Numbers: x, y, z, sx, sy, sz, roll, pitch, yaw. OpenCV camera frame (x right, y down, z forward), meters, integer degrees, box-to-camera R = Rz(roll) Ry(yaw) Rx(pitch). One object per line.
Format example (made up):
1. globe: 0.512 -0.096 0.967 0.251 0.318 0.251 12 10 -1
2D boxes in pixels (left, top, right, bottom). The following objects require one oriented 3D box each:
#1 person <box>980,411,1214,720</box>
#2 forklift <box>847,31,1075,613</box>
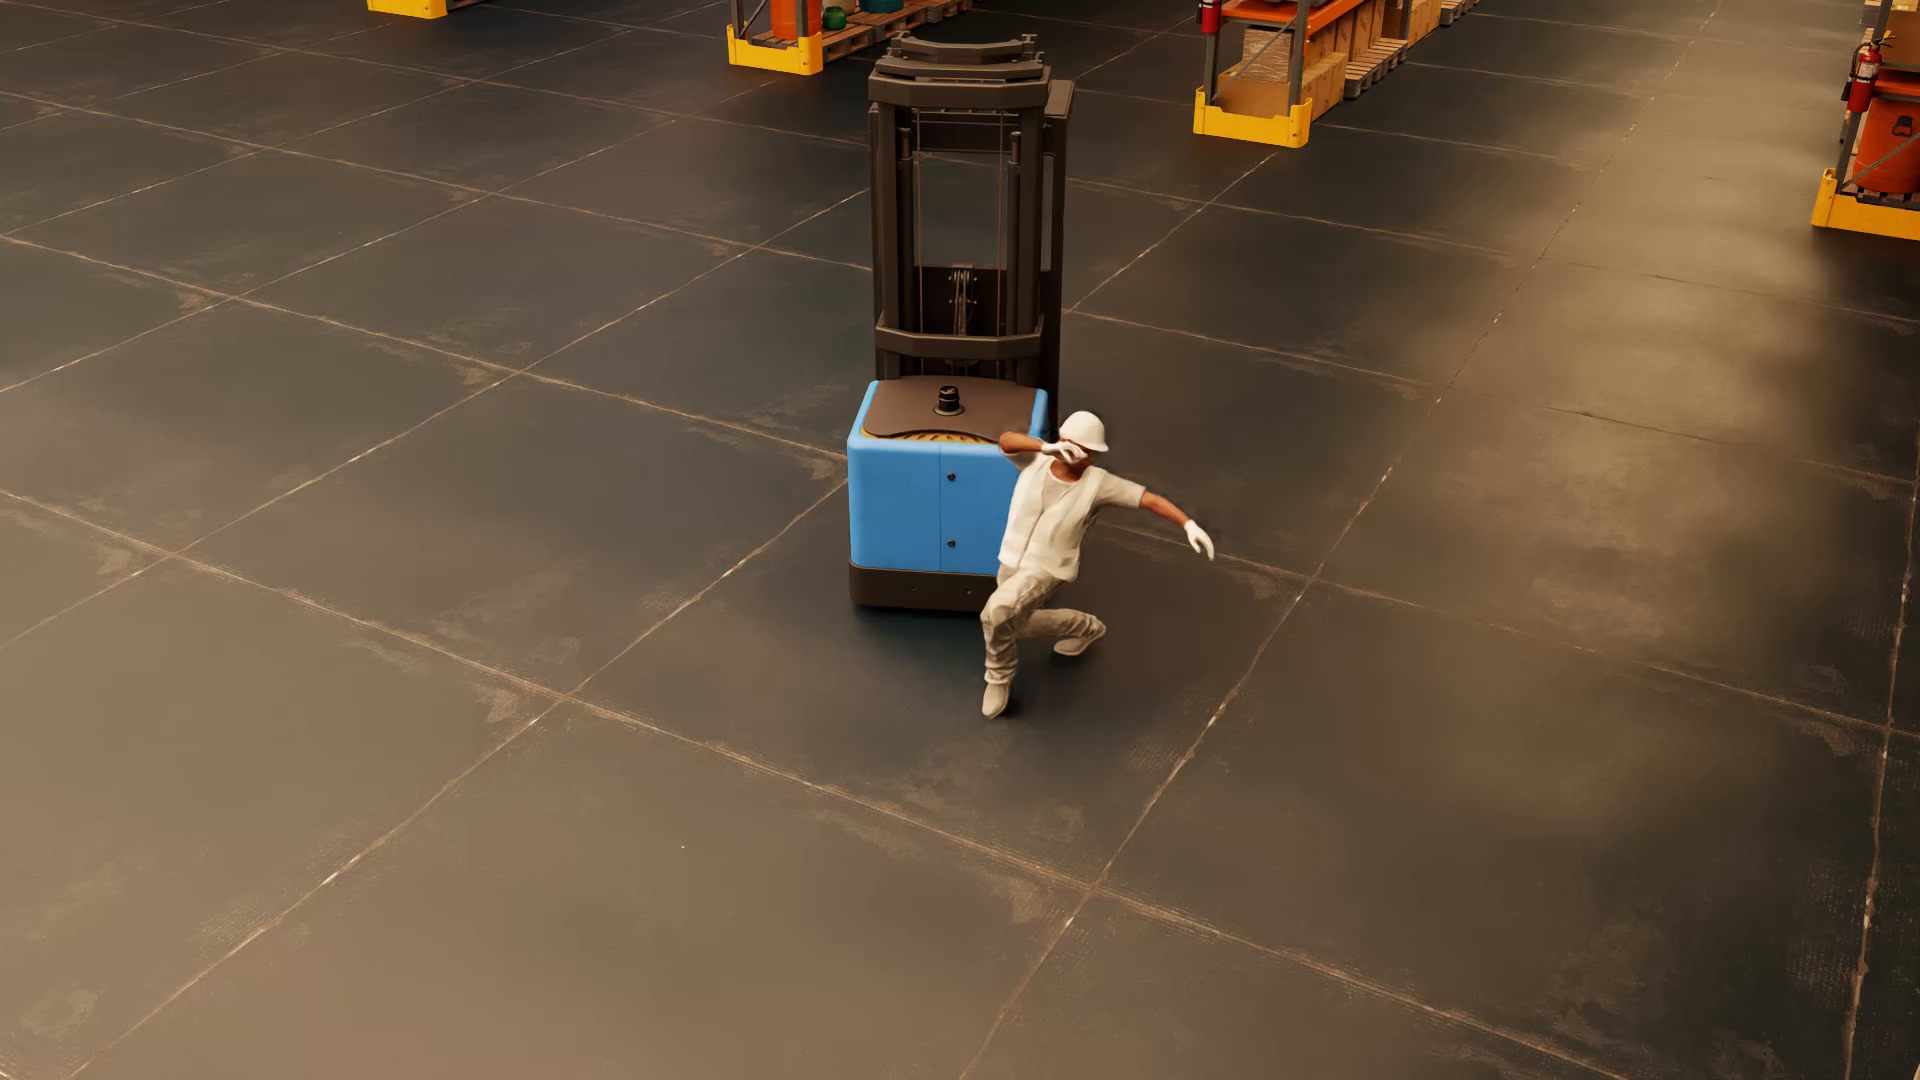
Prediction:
1. person: 0.602 0.173 8.232 1.058 1.482 0.928 25 38 36
2. forklift: 0.072 -1.572 9.794 1.130 2.935 3.031 3 30 6
